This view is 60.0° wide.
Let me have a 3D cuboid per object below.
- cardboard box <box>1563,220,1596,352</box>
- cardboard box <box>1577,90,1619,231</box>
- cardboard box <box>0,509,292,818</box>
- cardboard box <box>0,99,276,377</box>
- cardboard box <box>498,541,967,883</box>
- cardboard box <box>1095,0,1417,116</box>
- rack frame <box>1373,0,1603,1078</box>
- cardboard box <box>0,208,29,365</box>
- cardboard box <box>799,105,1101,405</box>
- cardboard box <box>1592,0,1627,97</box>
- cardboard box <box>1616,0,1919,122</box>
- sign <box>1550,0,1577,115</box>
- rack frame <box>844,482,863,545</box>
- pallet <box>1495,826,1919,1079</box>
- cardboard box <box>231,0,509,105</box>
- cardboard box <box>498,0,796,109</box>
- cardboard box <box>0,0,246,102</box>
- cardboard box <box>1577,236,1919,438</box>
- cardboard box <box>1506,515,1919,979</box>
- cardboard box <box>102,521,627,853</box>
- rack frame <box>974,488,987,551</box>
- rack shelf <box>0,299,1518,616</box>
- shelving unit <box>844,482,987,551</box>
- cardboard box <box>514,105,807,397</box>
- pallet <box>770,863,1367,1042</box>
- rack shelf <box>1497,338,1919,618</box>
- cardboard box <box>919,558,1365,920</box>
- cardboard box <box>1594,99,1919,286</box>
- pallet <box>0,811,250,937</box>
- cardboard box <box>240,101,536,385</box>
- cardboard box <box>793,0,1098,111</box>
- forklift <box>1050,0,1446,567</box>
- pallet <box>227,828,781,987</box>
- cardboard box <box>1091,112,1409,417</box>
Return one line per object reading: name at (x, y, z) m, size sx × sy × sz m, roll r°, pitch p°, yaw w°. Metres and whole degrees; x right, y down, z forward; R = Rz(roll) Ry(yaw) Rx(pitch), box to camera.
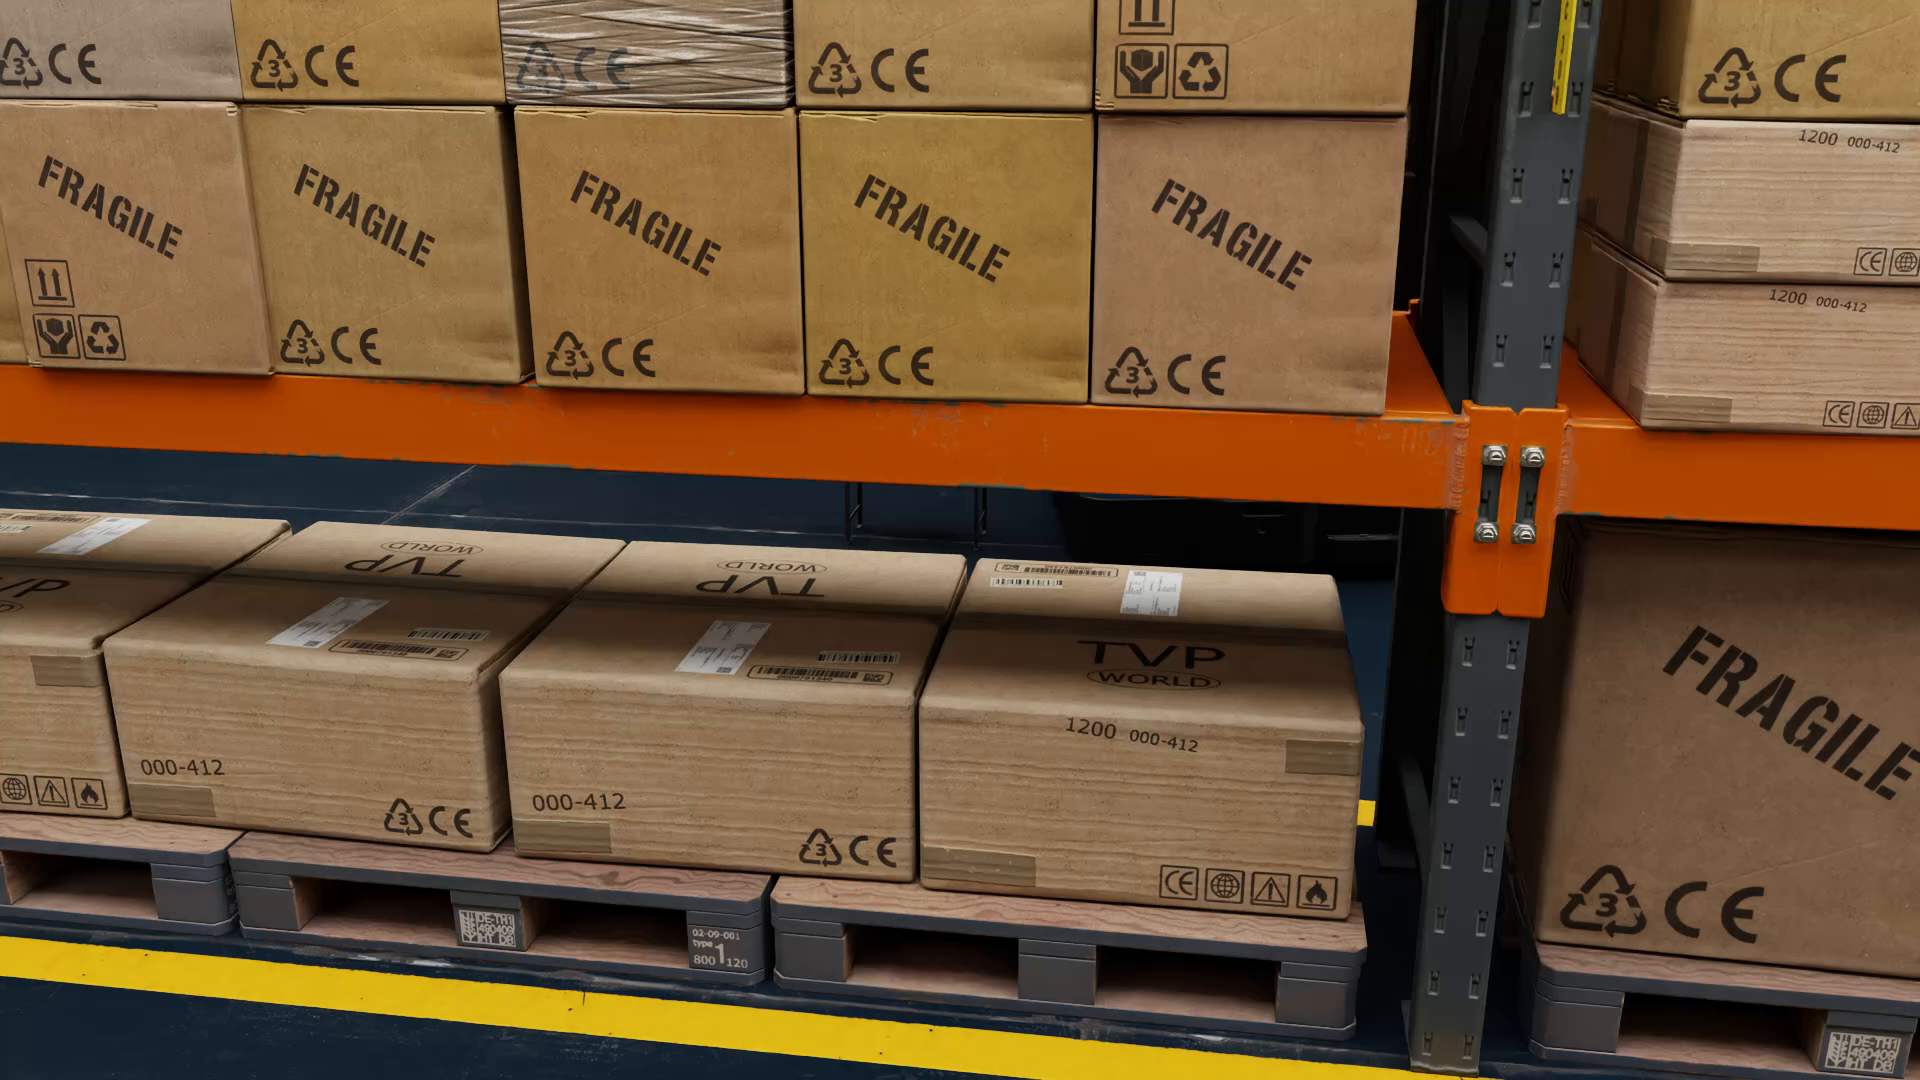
cardboard box at (1.498, -0.530, 3.397) m, size 0.500 × 0.250 × 0.500 m, roll 2°, pitch 19°, yaw 7°
cardboard box at (1.489, -0.765, 3.310) m, size 0.500 × 0.250 × 0.500 m, roll 3°, pitch 19°, yaw 9°
cardboard box at (-2.267, 0.272, 4.140) m, size 0.875 × 0.438 × 0.875 m, roll 2°, pitch 19°, yaw 7°
cardboard box at (-1.503, -0.632, 3.306) m, size 0.500 × 0.500 × 0.500 m, roll 3°, pitch 19°, yaw 8°
cardboard box at (-0.472, 0.361, 3.873) m, size 0.875 × 0.438 × 0.875 m, roll 2°, pitch 19°, yaw 7°
cardboard box at (0.505, -1.004, 2.842) m, size 0.500 × 0.500 × 0.500 m, roll 3°, pitch 19°, yaw 8°
rack frame at (1.015, -0.545, 3.204) m, size 0.127 × 3.000 × 1.000 m, roll 3°, pitch 19°, yaw 9°
cardboard box at (-2.002, -0.663, 3.399) m, size 0.500 × 0.500 × 0.500 m, roll 3°, pitch 19°, yaw 8°
cardboard box at (0.007, -0.560, 3.091) m, size 0.500 × 0.500 × 0.500 m, roll 2°, pitch 19°, yaw 7°
cardboard box at (1.496, -1.123, 3.198) m, size 0.500 × 0.500 × 0.500 m, roll 4°, pitch 19°, yaw 10°
cardboard box at (1.404, -0.954, 2.695) m, size 0.500 × 0.500 × 0.500 m, roll 3°, pitch 19°, yaw 9°
sign at (0.928, -0.819, 2.535) m, size 0.005 × 0.325 × 0.100 m, roll 3°, pitch 19°, yaw 9°
rack frame at (-0.404, -0.590, 6.174) m, size 0.015 × 1.200 × 0.240 m, roll 3°, pitch 19°, yaw 9°
pallet at (1.789, 0.793, 3.601) m, size 1.213 × 0.211 × 1.003 m, roll 3°, pitch 19°, yaw 9°
cardboard box at (-0.992, -1.082, 3.077) m, size 0.500 × 0.500 × 0.500 m, roll 3°, pitch 19°, yaw 9°
cardboard box at (-0.499, -1.055, 2.994) m, size 0.500 × 0.500 × 0.500 m, roll 3°, pitch 19°, yaw 9°
cardboard box at (-1.485, -1.107, 3.151) m, size 0.500 × 0.500 × 0.500 m, roll 3°, pitch 19°, yaw 8°
cardboard box at (1.407, -0.369, 2.915) m, size 0.500 × 0.250 × 0.500 m, roll 2°, pitch 19°, yaw 7°
cardboard box at (1.640, 0.270, 3.457) m, size 0.875 × 0.875 × 0.875 m, roll 4°, pitch 19°, yaw 10°
cardboard box at (-1.362, 0.315, 4.011) m, size 0.875 × 0.438 × 0.875 m, roll 3°, pitch 19°, yaw 10°
rack frame at (0.077, -0.565, 6.101) m, size 0.015 × 1.200 × 0.240 m, roll 3°, pitch 19°, yaw 9°
rack shelf at (-0.960, -0.304, 3.619) m, size 4.000 × 0.370 × 1.077 m, roll 3°, pitch 19°, yaw 9°
shelving unit at (-0.163, -0.577, 6.138) m, size 0.503 × 1.200 × 0.258 m, roll 3°, pitch 19°, yaw 9°
cardboard box at (-0.491, -0.581, 3.153) m, size 0.500 × 0.500 × 0.500 m, roll 3°, pitch 19°, yaw 8°
pallet at (0.276, 0.715, 3.835) m, size 1.213 × 0.211 × 1.003 m, roll 3°, pitch 19°, yaw 9°
rack shelf at (2.989, -0.103, 3.018) m, size 4.000 × 0.370 × 1.077 m, roll 3°, pitch 19°, yaw 9°
cardboard box at (0.412, 0.406, 3.739) m, size 0.875 × 0.438 × 0.875 m, roll 3°, pitch 19°, yaw 8°
cardboard box at (1.404, -0.600, 2.819) m, size 0.500 × 0.250 × 0.500 m, roll 2°, pitch 19°, yaw 7°
pallet at (-2.133, 0.592, 4.202) m, size 1.213 × 0.211 × 1.003 m, roll 3°, pitch 19°, yaw 9°
cardboard box at (-1.006, -0.612, 3.246) m, size 0.500 × 0.500 × 0.500 m, roll 4°, pitch 19°, yaw 10°
cardboard box at (0.005, -1.032, 2.926) m, size 0.500 × 0.500 × 0.500 m, roll 3°, pitch 19°, yaw 8°
forklift at (1.894, -1.424, 5.941) m, size 3.031 × 2.935 × 1.130 m, roll -1°, pitch 19°, yaw -3°
pallet at (-0.932, 0.654, 4.016) m, size 1.213 × 0.211 × 1.003 m, roll 3°, pitch 19°, yaw 9°
cardboard box at (0.516, -0.536, 3.019) m, size 0.500 × 0.500 × 0.500 m, roll 3°, pitch 19°, yaw 9°
